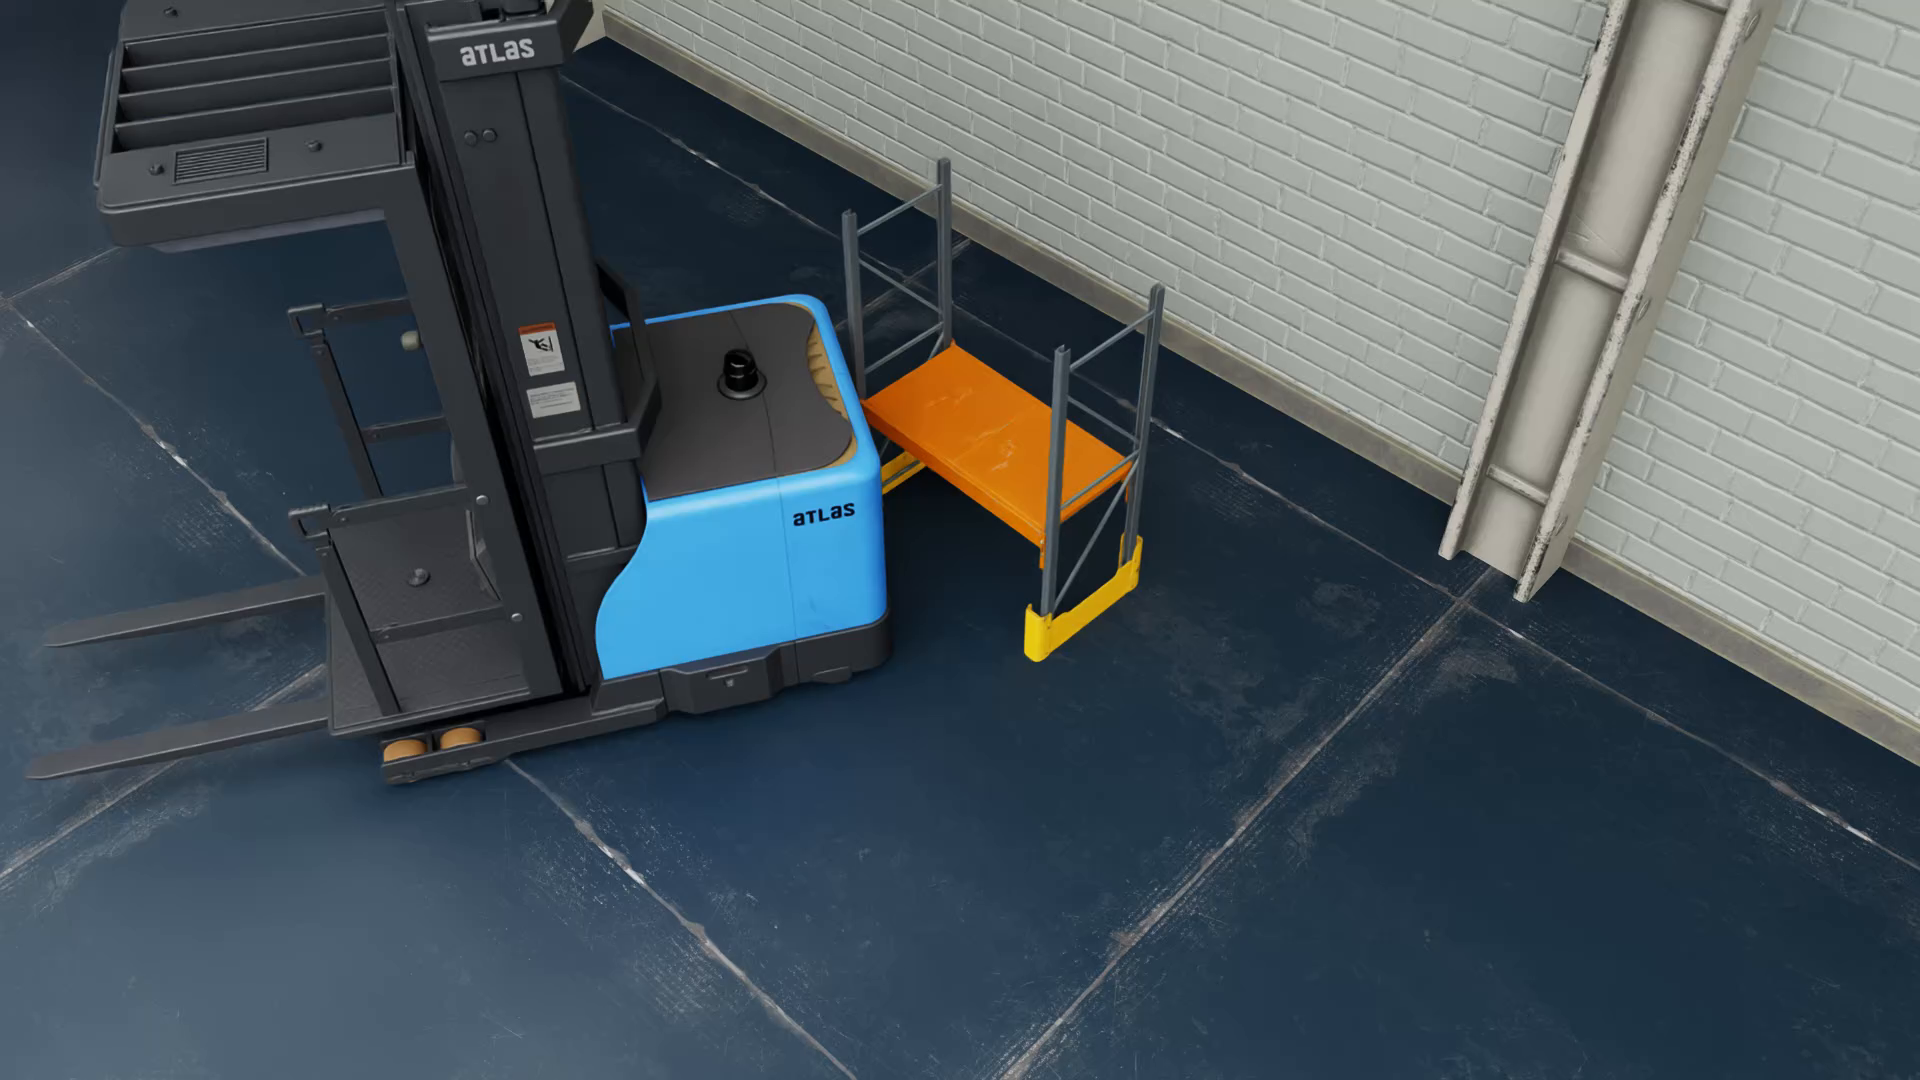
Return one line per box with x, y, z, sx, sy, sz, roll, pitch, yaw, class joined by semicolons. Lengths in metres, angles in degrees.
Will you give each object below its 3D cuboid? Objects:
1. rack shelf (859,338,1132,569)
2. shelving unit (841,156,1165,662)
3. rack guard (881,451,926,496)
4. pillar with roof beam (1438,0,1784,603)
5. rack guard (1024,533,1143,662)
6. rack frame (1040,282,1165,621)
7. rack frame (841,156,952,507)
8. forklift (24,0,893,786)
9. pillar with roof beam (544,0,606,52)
0.133;-0.346;6.293;0.538;0.185;1.000;-35;56;-29;rack shelf
0.127;-0.474;6.166;0.587;1.500;1.083;-35;56;-29;shelving unit
-0.221;-0.306;6.866;0.587;0.250;0.087;-35;56;-29;rack guard
-0.747;-0.704;1.238;0.400;9.000;9.100;34;55;28;pillar with roof beam
0.475;0.213;6.378;0.587;0.250;0.087;-35;56;-29;rack guard
0.488;-0.204;5.913;0.500;1.500;0.032;-35;56;-29;rack frame
-0.221;-0.735;6.411;0.500;1.500;0.032;-35;56;-29;rack frame
-1.828;-0.568;5.273;3.031;2.935;1.130;-11;48;-11;forklift
-5.156;-3.671;4.024;0.400;9.000;9.100;34;55;28;pillar with roof beam
